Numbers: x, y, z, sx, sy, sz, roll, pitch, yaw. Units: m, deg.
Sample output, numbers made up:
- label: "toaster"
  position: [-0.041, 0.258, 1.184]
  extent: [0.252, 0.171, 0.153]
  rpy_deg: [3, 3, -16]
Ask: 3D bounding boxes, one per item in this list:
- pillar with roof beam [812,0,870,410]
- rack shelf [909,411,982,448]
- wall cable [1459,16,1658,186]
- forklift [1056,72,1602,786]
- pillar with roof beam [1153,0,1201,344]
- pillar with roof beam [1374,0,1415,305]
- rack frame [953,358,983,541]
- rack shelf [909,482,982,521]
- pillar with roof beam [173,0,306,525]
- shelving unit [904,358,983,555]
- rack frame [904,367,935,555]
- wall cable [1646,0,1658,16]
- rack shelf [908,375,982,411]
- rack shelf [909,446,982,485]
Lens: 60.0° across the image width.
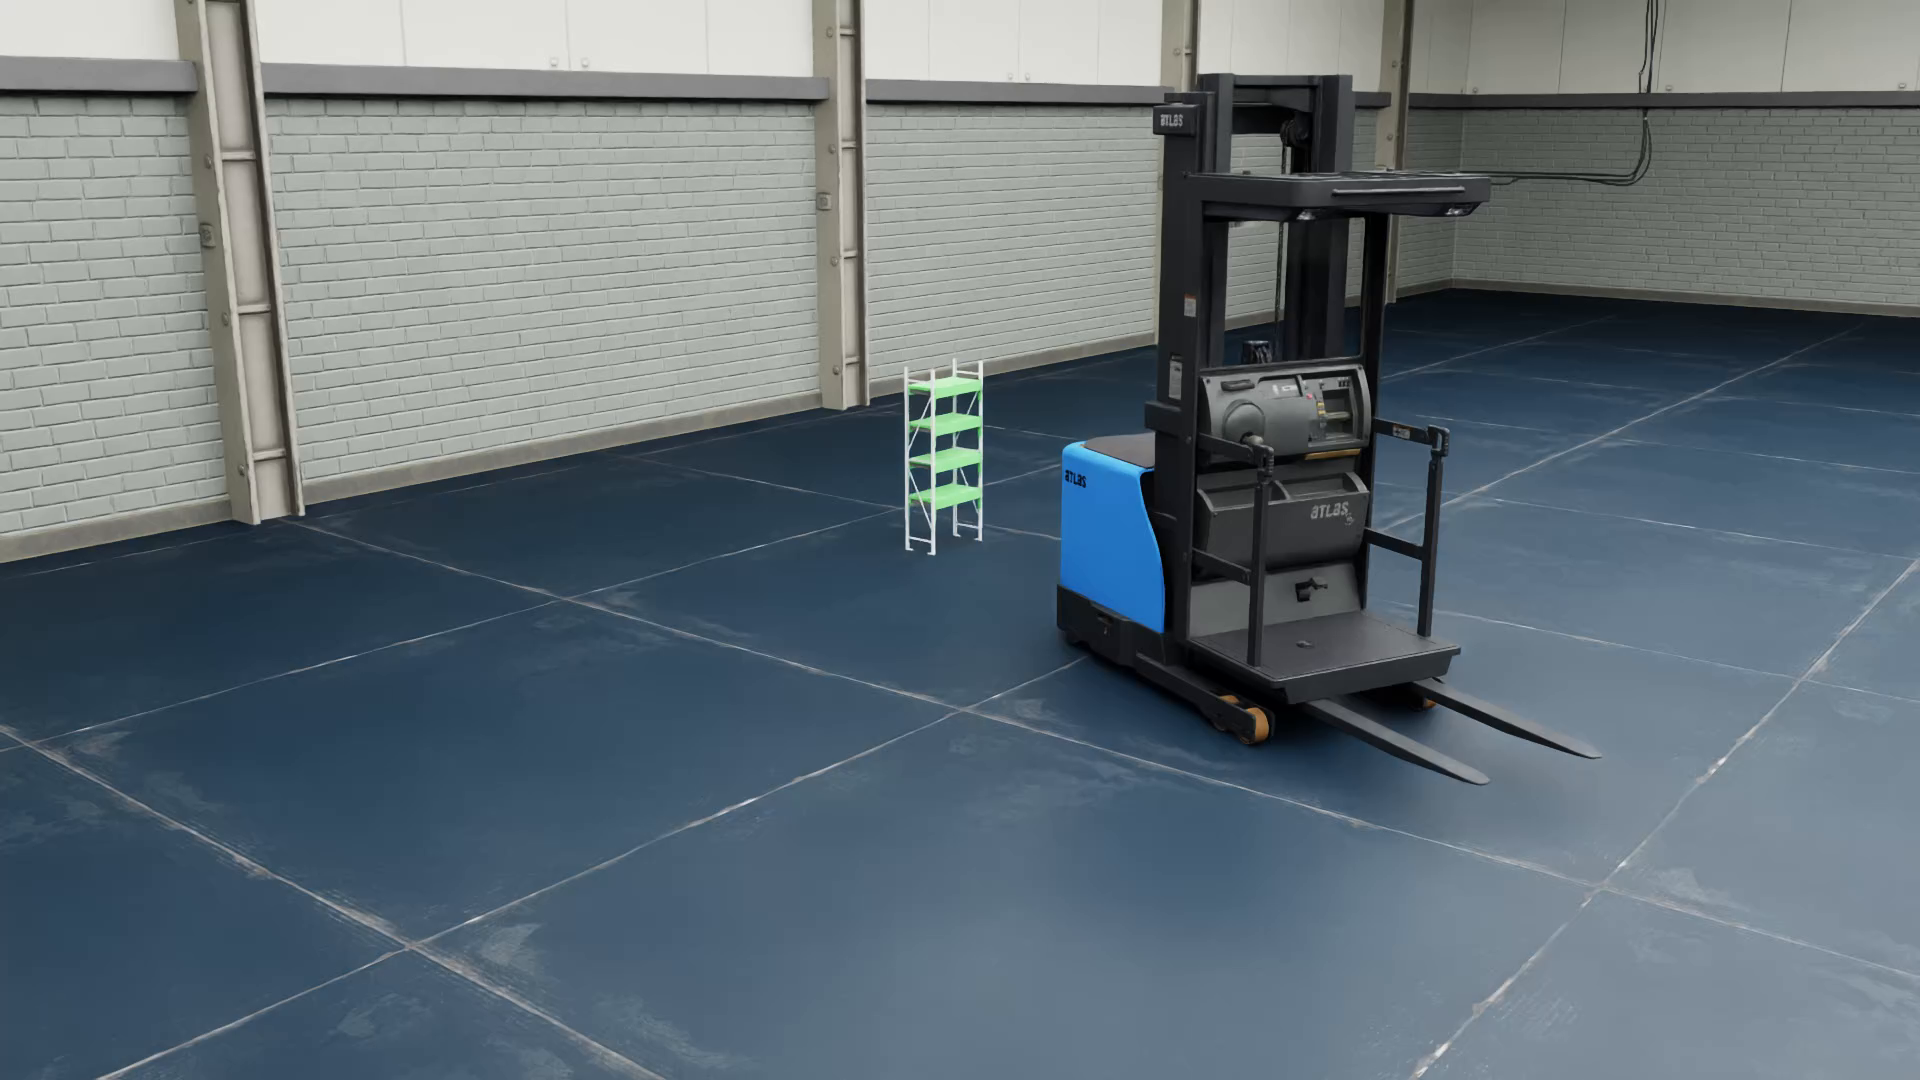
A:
- label: "pillar with roof beam"
  position: [2.222, -5.010, 12.568]
  extent: [9.100, 9.000, 0.400]
  rpy_deg: [11, 18, 38]
- label: "rack shelf"
  position: [-0.104, -0.721, 10.807]
  extent: [0.258, 0.148, 0.480]
  rpy_deg: [11, 18, 38]
- label: "wall cable"
  position: [9.296, -6.829, 26.034]
  extent: [3.097, 2.526, 0.112]
  rpy_deg: [11, 18, 38]
- label: "forklift"
  position: [1.637, -0.623, 7.621]
  extent: [1.130, 2.935, 3.031]
  rpy_deg: [-7, 16, -26]
- label: "pillar with roof beam"
  position: [5.993, -6.159, 17.091]
  extent: [9.100, 9.000, 0.400]
  rpy_deg: [11, 18, 38]
- label: "pillar with roof beam"
  position: [9.764, -7.308, 21.614]
  extent: [9.100, 9.000, 0.400]
  rpy_deg: [11, 18, 38]
- label: "rack frame"
  position: [0.049, -0.597, 11.034]
  extent: [0.240, 1.200, 0.015]
  rpy_deg: [11, 18, 38]
- label: "rack shelf"
  position: [-0.104, -0.255, 10.925]
  extent: [0.258, 0.148, 0.480]
  rpy_deg: [11, 18, 38]
- label: "pillar with roof beam"
  position: [-1.549, -3.861, 8.045]
  extent: [9.100, 9.000, 0.400]
  rpy_deg: [11, 18, 38]
- label: "shelving unit"
  position: [-0.104, -0.550, 10.850]
  extent: [0.258, 1.200, 0.503]
  rpy_deg: [11, 18, 38]
- label: "rack frame"
  position: [-0.257, -0.503, 10.666]
  extent: [0.240, 1.200, 0.015]
  rpy_deg: [11, 18, 38]
- label: "wall cable"
  position: [11.400, -8.858, 23.765]
  extent: [3.097, 2.526, 0.112]
  rpy_deg: [11, 18, 38]
- label: "rack shelf"
  position: [-0.104, -0.953, 10.748]
  extent: [0.258, 0.148, 0.480]
  rpy_deg: [11, 18, 38]
- label: "rack shelf"
  position: [-0.104, -0.488, 10.866]
  extent: [0.258, 0.148, 0.480]
  rpy_deg: [11, 18, 38]
